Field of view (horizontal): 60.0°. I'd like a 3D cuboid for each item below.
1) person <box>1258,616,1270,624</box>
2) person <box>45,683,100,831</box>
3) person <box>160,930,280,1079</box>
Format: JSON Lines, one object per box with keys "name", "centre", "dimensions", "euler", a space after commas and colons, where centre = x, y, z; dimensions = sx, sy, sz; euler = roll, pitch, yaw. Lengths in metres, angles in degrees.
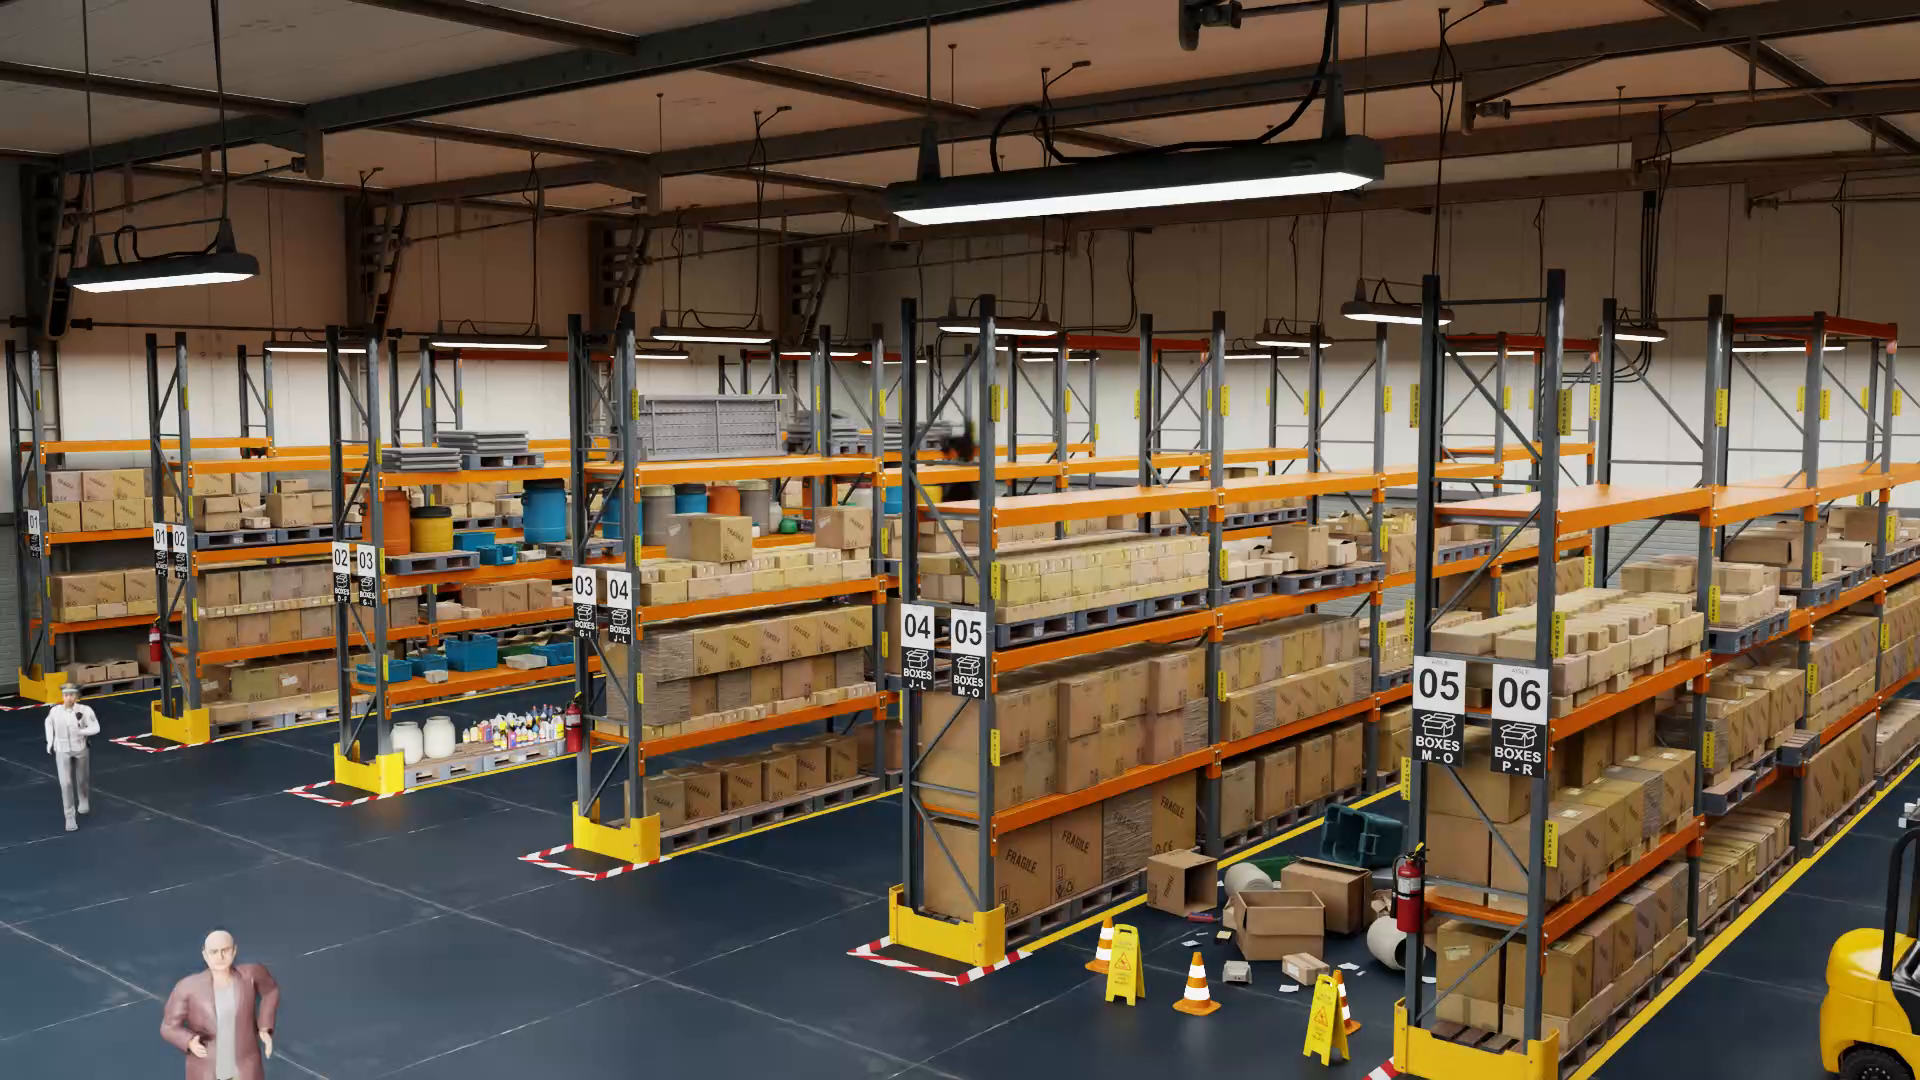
{"name": "person", "centre": [4.818, 1.981, 26.292], "dimensions": [0.534, 1.587, 0.884], "euler": [4, 6, 36]}
{"name": "person", "centre": [-10.537, 2.519, 19.765], "dimensions": [0.600, 1.698, 0.909], "euler": [-2, 6, -24]}
{"name": "person", "centre": [-4.615, 3.323, 10.439], "dimensions": [0.708, 1.768, 1.047], "euler": [-3, 6, -27]}
